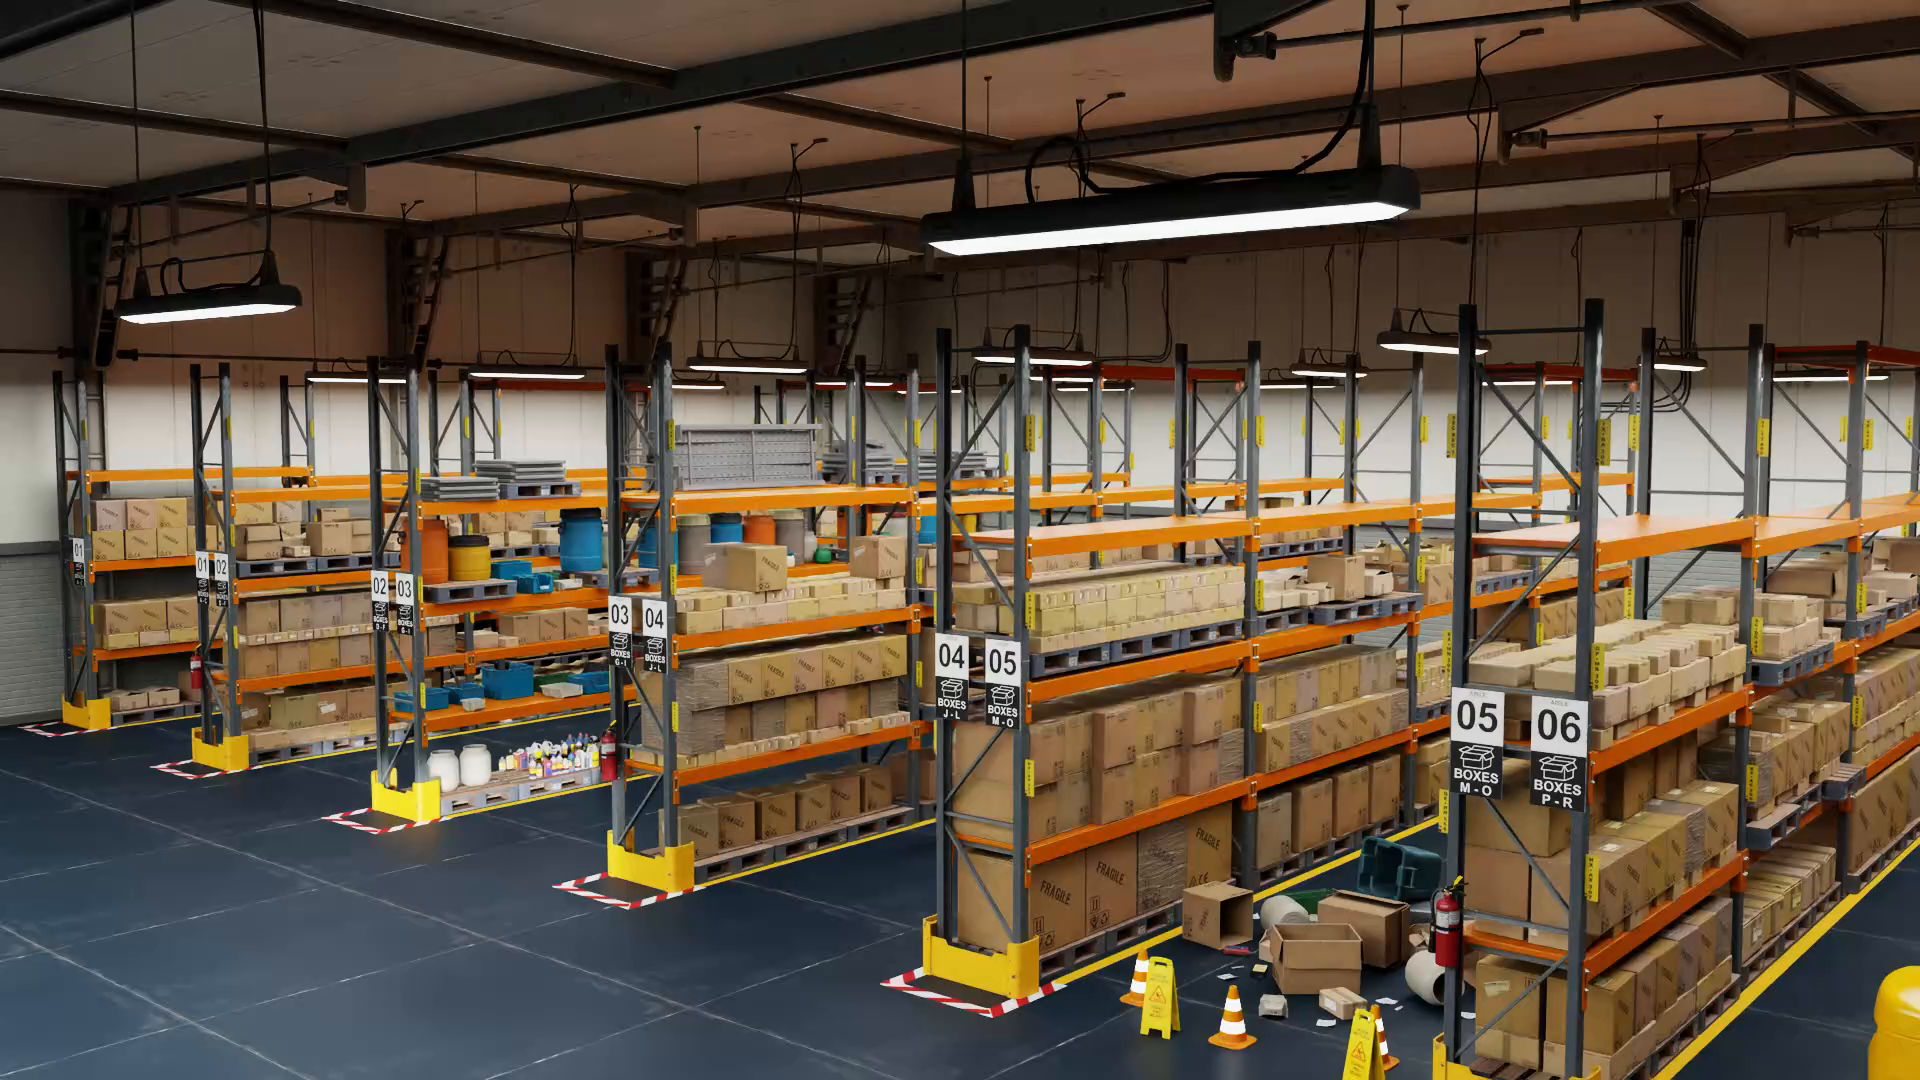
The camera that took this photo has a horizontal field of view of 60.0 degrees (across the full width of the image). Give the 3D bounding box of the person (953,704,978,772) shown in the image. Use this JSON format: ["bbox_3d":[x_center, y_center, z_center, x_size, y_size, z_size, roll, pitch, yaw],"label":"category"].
[{"bbox_3d":[0.100,2.842,20.455,0.484,1.663,0.446,-1,4,-13],"label":"person"}]

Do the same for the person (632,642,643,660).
[{"bbox_3d":[-6.703,1.825,34.336,0.674,1.828,0.580,-1,4,-16],"label":"person"}]
